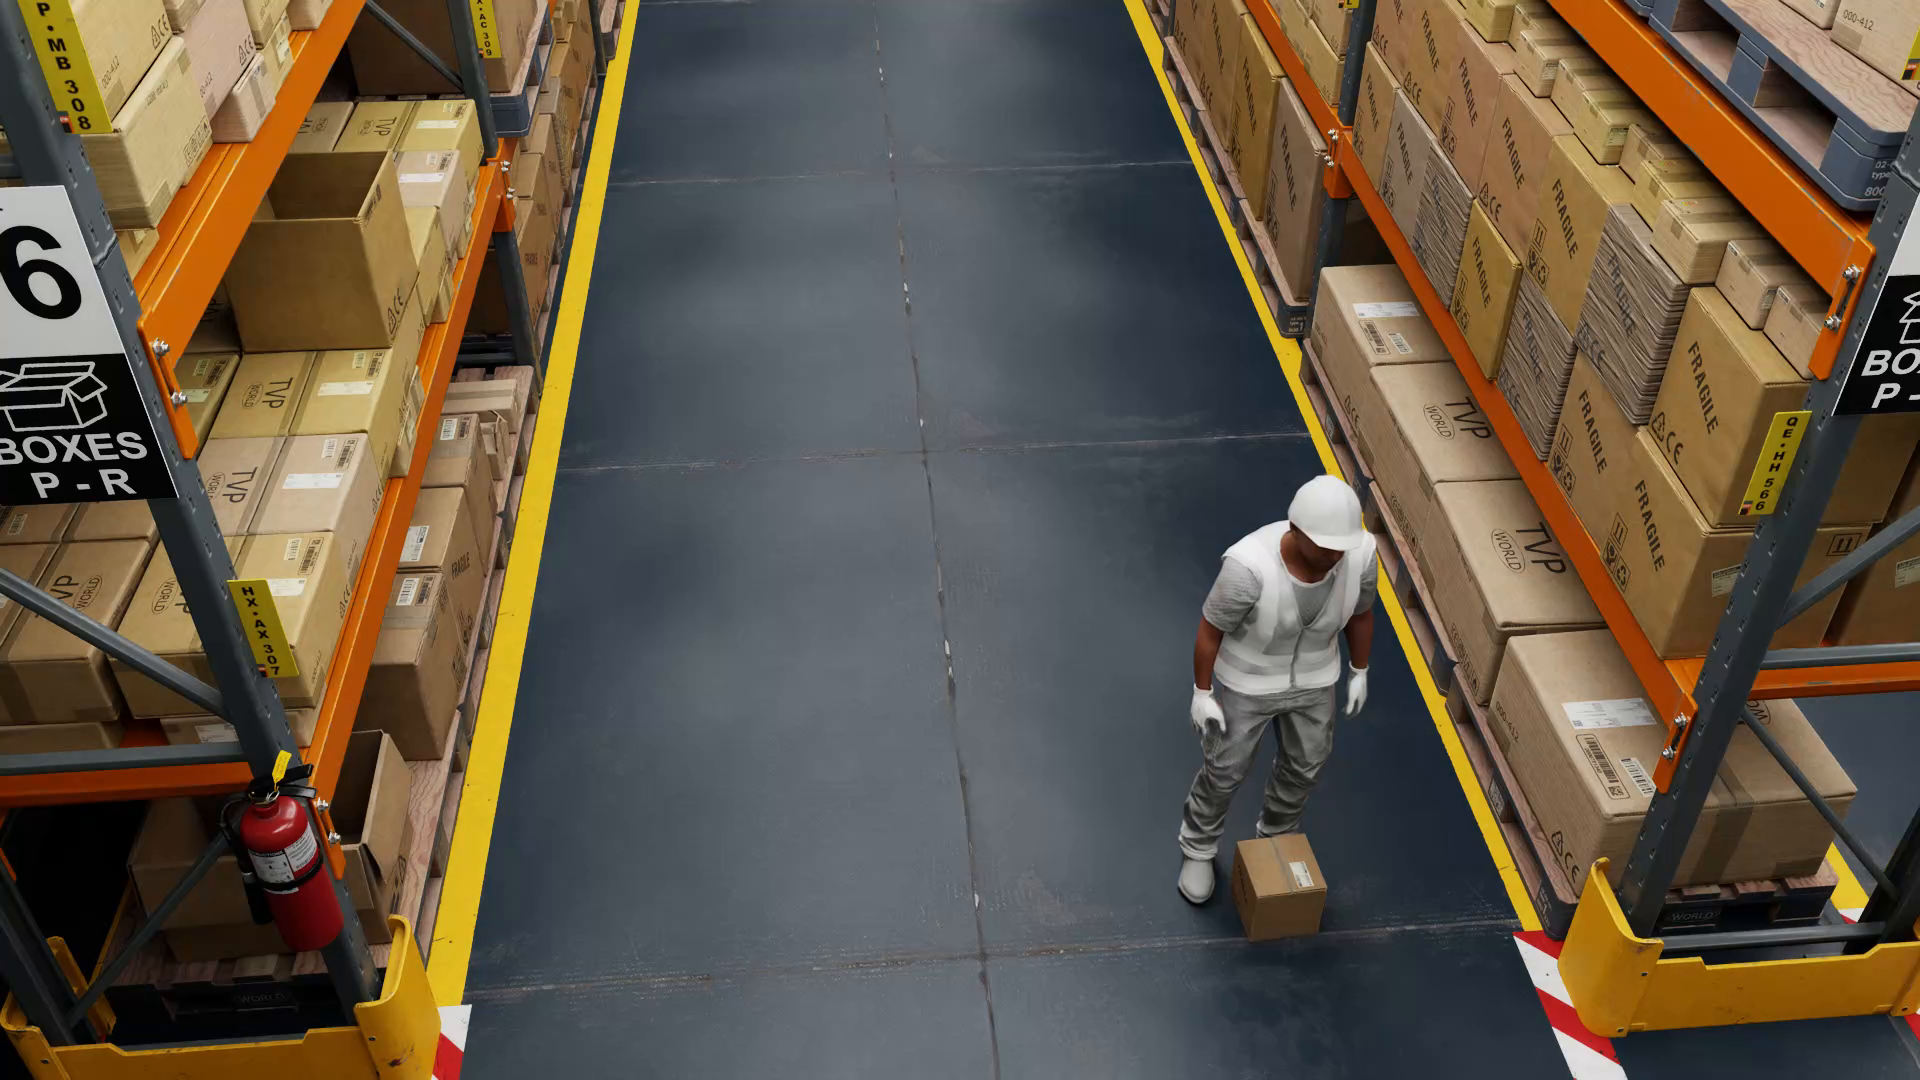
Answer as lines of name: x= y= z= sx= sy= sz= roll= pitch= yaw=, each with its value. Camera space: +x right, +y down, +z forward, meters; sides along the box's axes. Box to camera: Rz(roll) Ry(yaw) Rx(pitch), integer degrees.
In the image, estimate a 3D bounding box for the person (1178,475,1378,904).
person: x=1.067 y=0.486 z=5.540 sx=0.627 sy=1.774 sz=0.450 roll=-7 pitch=39 yaw=-8
